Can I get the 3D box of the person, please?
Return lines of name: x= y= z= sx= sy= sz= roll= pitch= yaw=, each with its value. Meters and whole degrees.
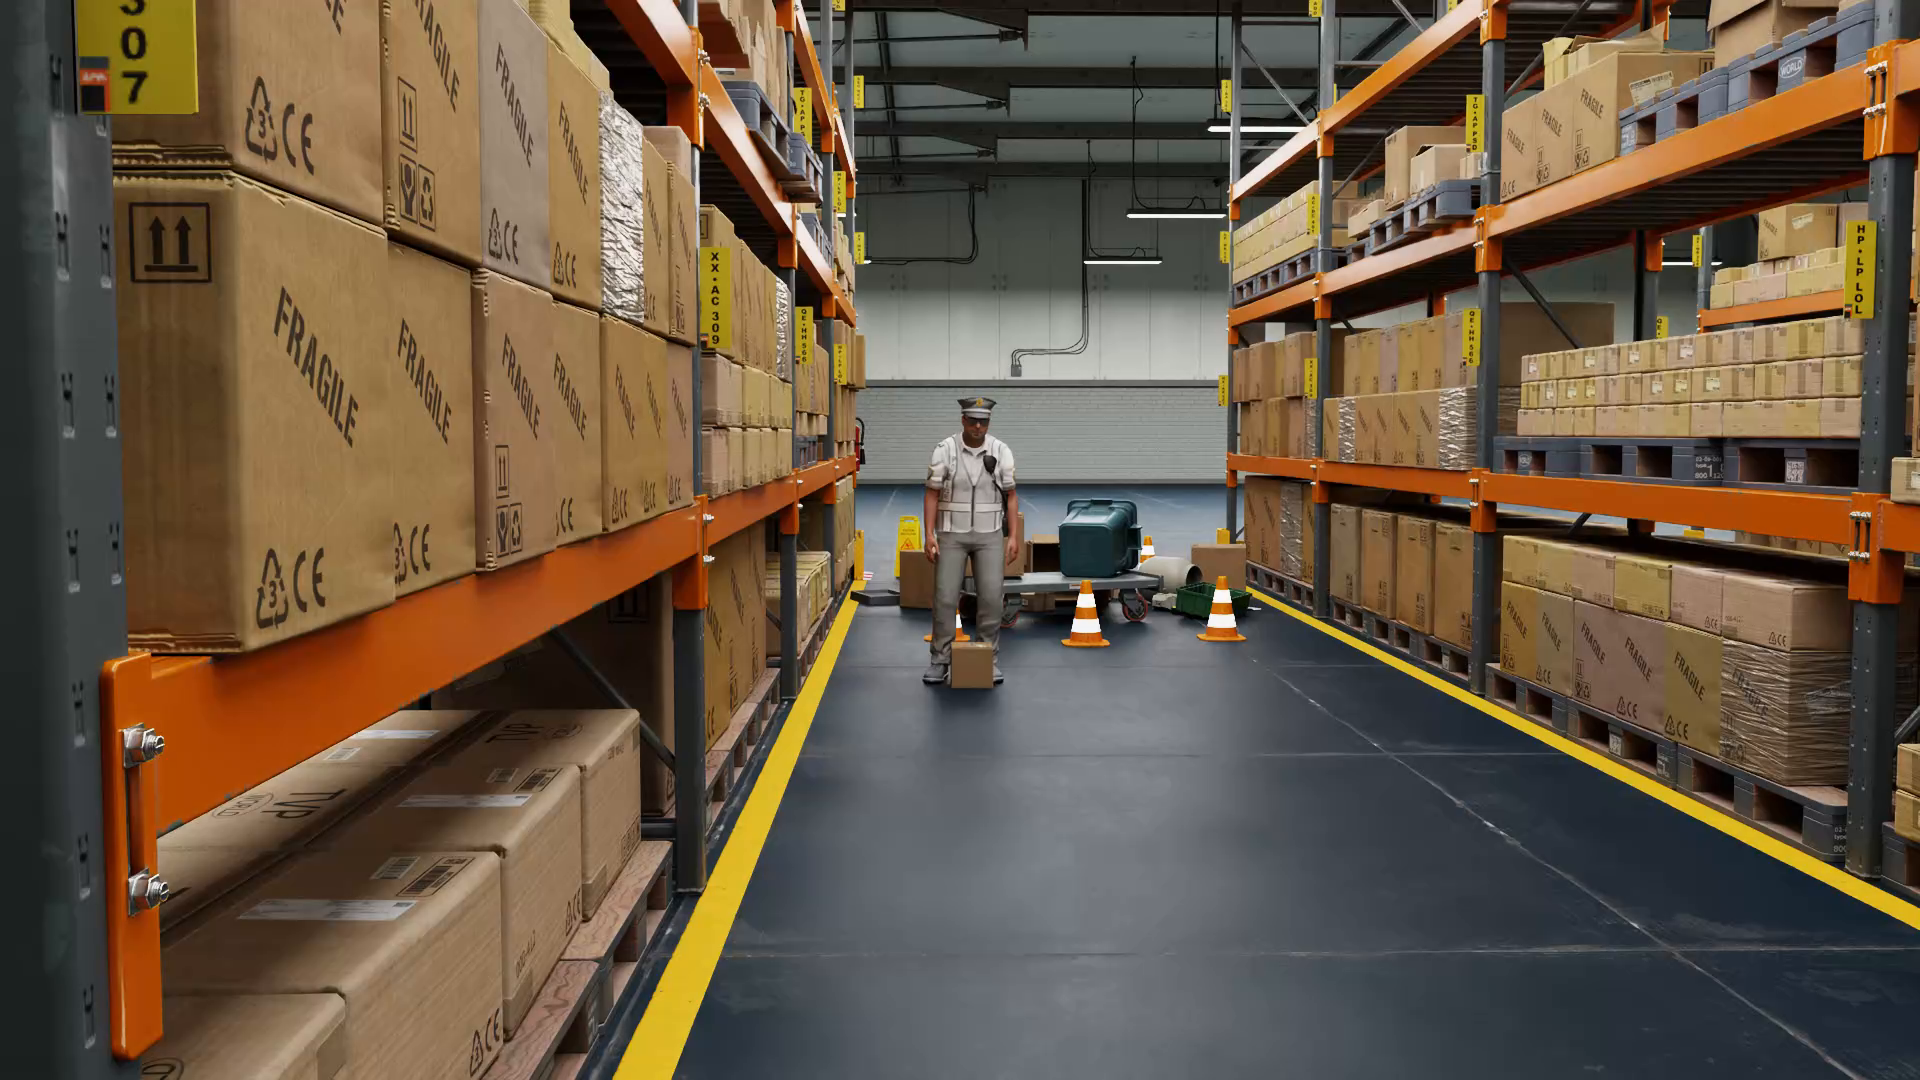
person: x=0.063 y=-0.008 z=10.298 sx=0.606 sy=1.748 sz=0.434 roll=0 pitch=4 yaw=-5
